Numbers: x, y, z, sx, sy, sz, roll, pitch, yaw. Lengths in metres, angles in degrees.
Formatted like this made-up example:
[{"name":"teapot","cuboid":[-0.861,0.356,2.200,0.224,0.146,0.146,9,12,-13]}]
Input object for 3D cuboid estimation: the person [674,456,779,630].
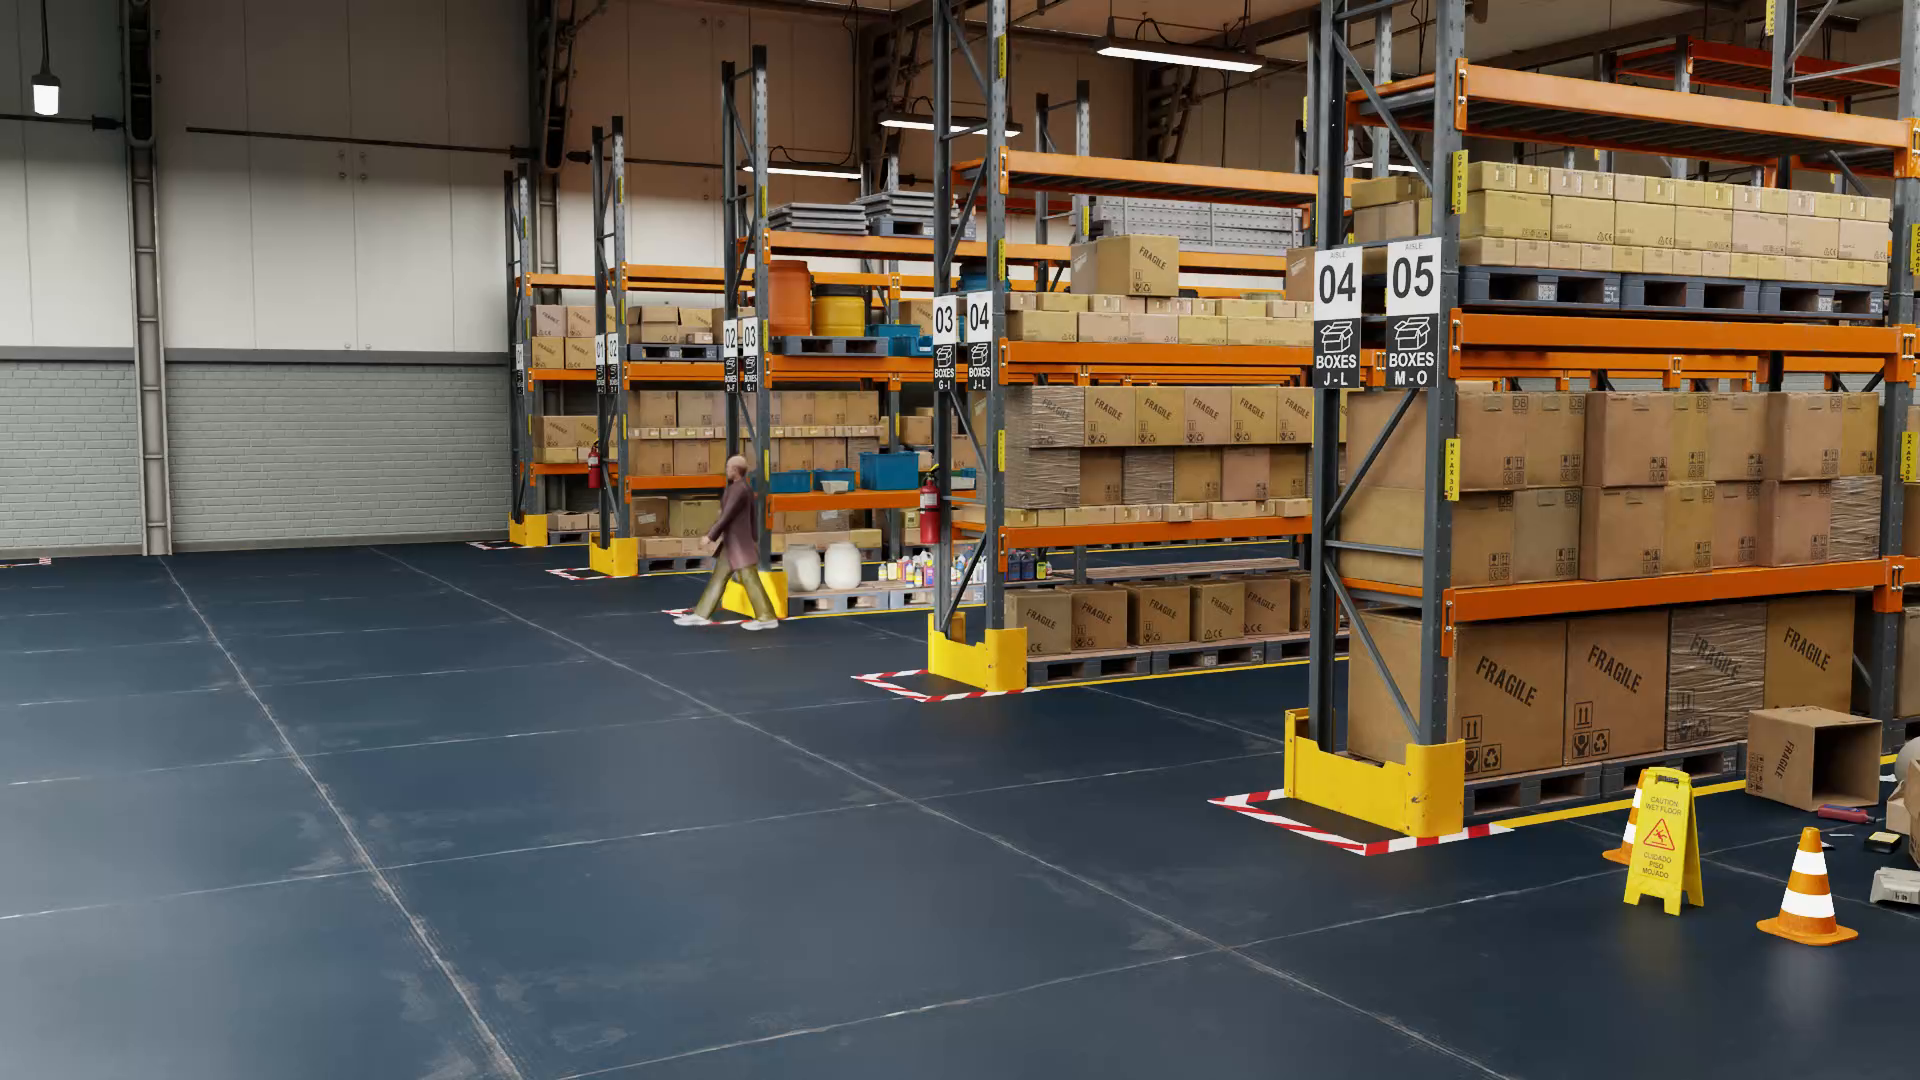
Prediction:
[{"name":"person","cuboid":[-2.348,0.028,16.622,1.060,1.733,0.585,0,5,-4]}]
